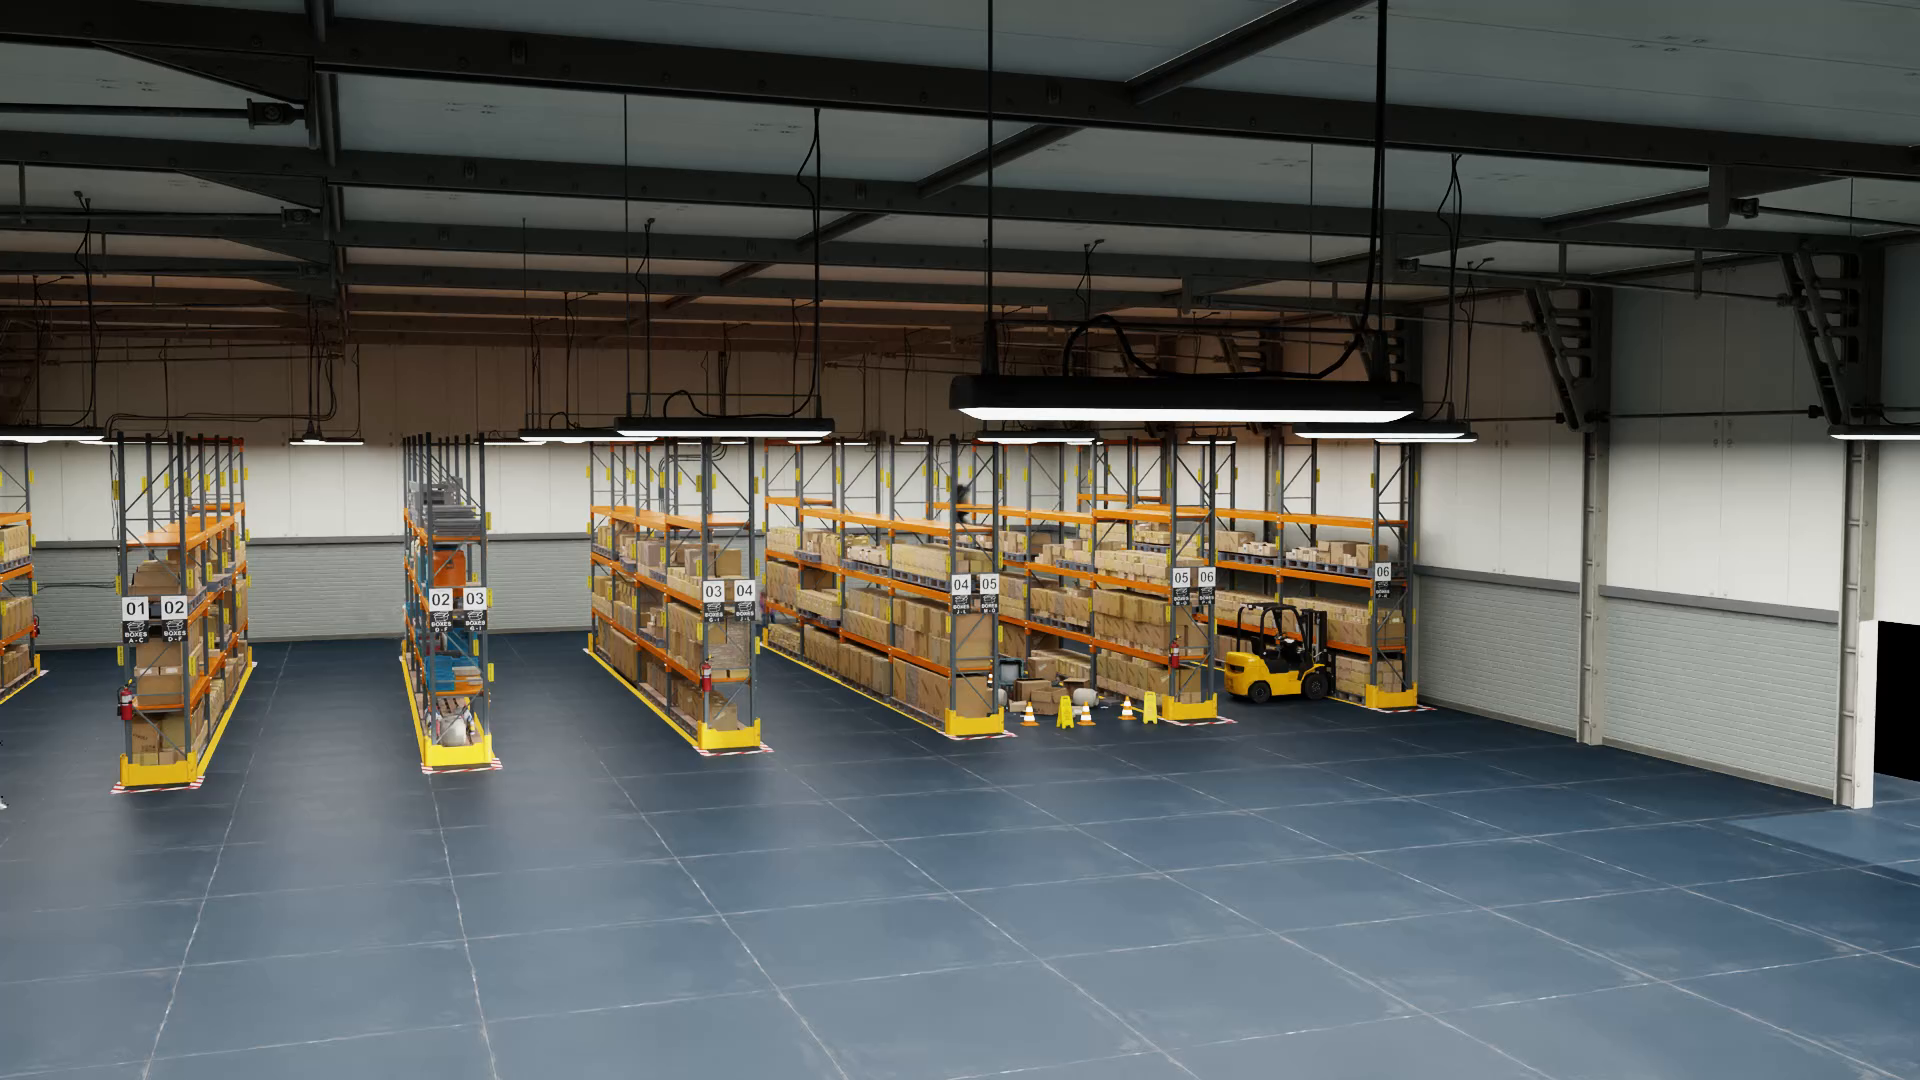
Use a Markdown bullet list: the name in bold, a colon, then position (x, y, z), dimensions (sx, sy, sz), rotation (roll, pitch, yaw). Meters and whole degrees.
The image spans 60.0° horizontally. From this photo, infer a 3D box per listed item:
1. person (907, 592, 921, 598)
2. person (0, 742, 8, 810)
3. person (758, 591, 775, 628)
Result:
- **person**: position (-1.342, 2.056, 51.581), dimensions (0.746, 1.518, 0.602), rotation (-3, 4, -41)
- **person**: position (-15.505, 3.425, 26.293), dimensions (0.869, 1.670, 0.614), rotation (0, 3, 4)
- **person**: position (-5.778, 2.328, 50.055), dimensions (0.591, 1.309, 0.754), rotation (0, 3, 8)
